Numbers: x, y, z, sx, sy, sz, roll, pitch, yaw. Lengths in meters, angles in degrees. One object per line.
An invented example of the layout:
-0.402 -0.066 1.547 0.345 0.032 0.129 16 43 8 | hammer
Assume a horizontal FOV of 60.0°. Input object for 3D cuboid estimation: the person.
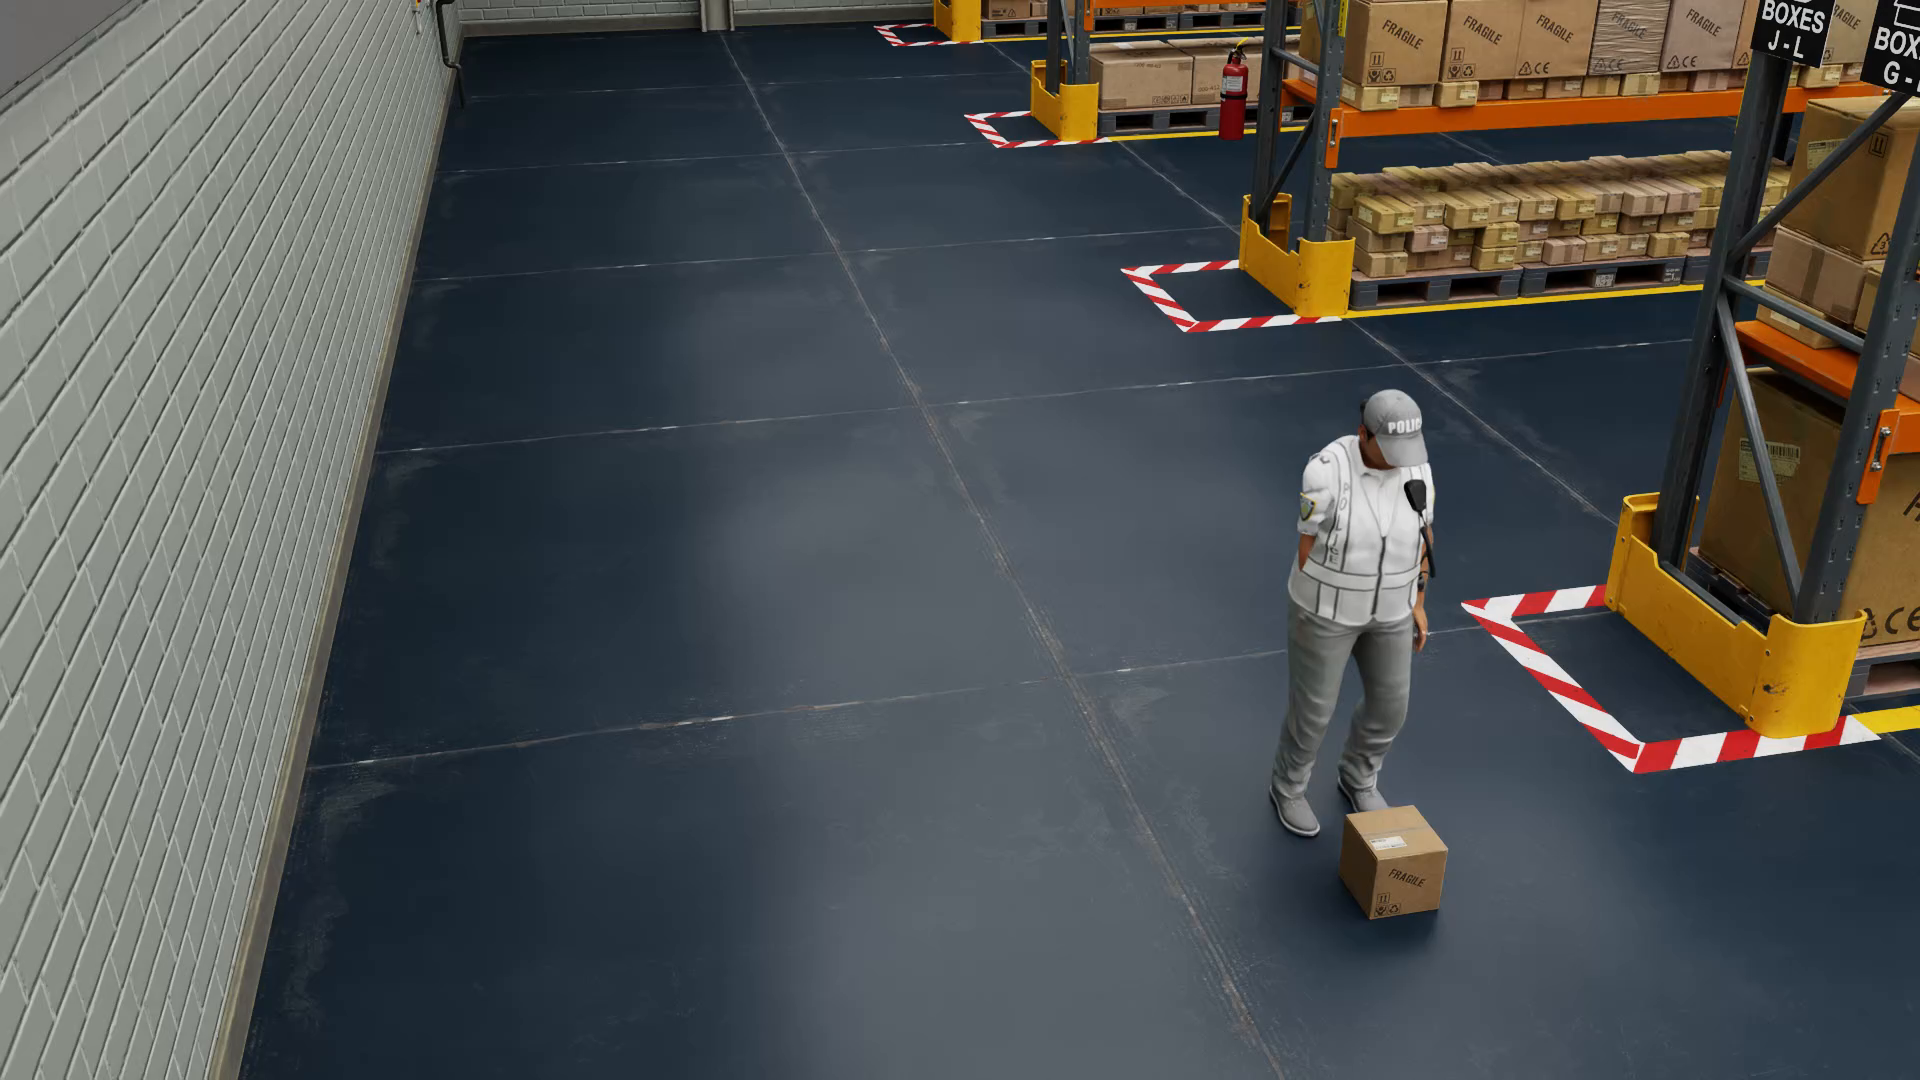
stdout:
1.361 0.244 5.666 0.480 1.646 0.419 -5 27 -10 | person
